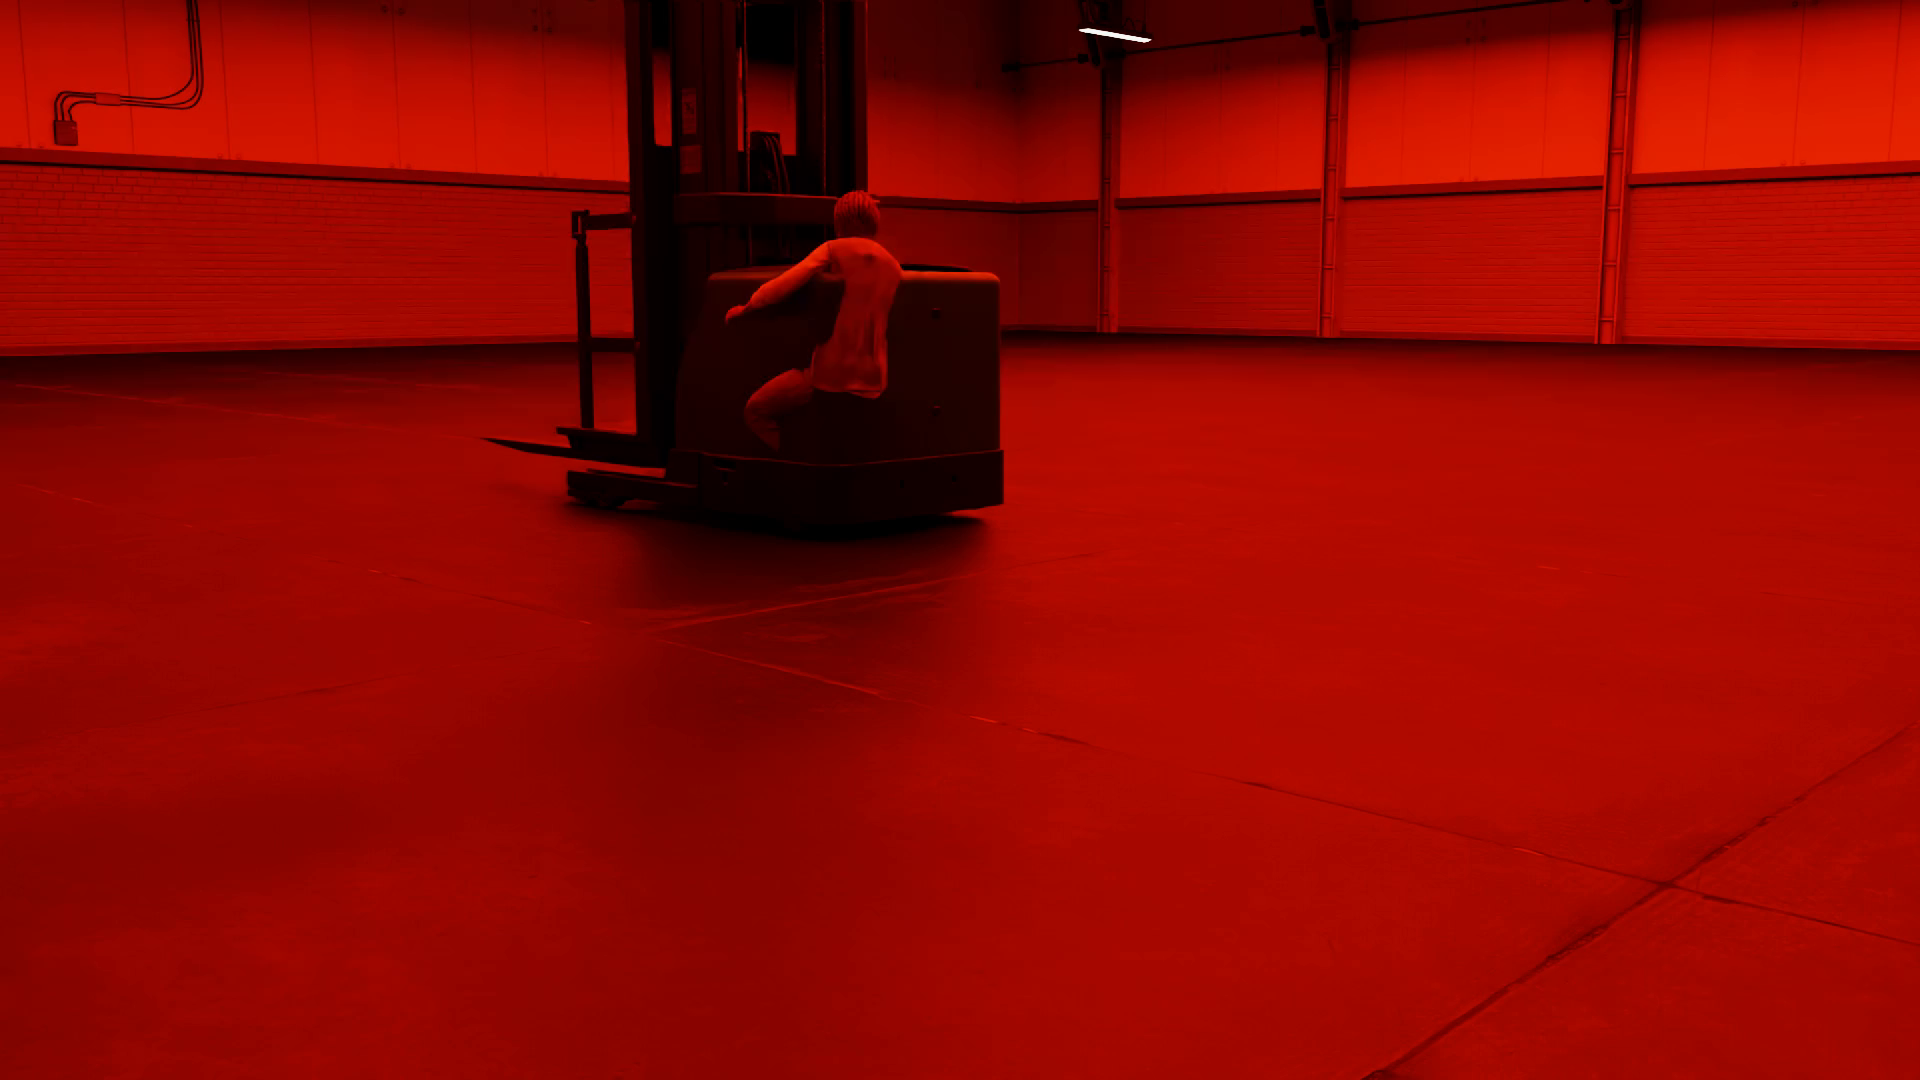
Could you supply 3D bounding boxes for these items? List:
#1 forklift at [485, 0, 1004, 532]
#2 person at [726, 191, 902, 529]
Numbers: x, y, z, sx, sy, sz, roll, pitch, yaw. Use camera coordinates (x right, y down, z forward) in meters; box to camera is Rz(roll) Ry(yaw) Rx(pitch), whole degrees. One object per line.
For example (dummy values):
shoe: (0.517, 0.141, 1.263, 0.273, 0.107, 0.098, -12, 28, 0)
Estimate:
forklift: (-1.207, -1.643, 7.786, 3.031, 2.935, 1.130, 8, 12, 44)
person: (-0.522, -0.741, 6.860, 0.822, 1.365, 0.688, -5, 10, -29)
